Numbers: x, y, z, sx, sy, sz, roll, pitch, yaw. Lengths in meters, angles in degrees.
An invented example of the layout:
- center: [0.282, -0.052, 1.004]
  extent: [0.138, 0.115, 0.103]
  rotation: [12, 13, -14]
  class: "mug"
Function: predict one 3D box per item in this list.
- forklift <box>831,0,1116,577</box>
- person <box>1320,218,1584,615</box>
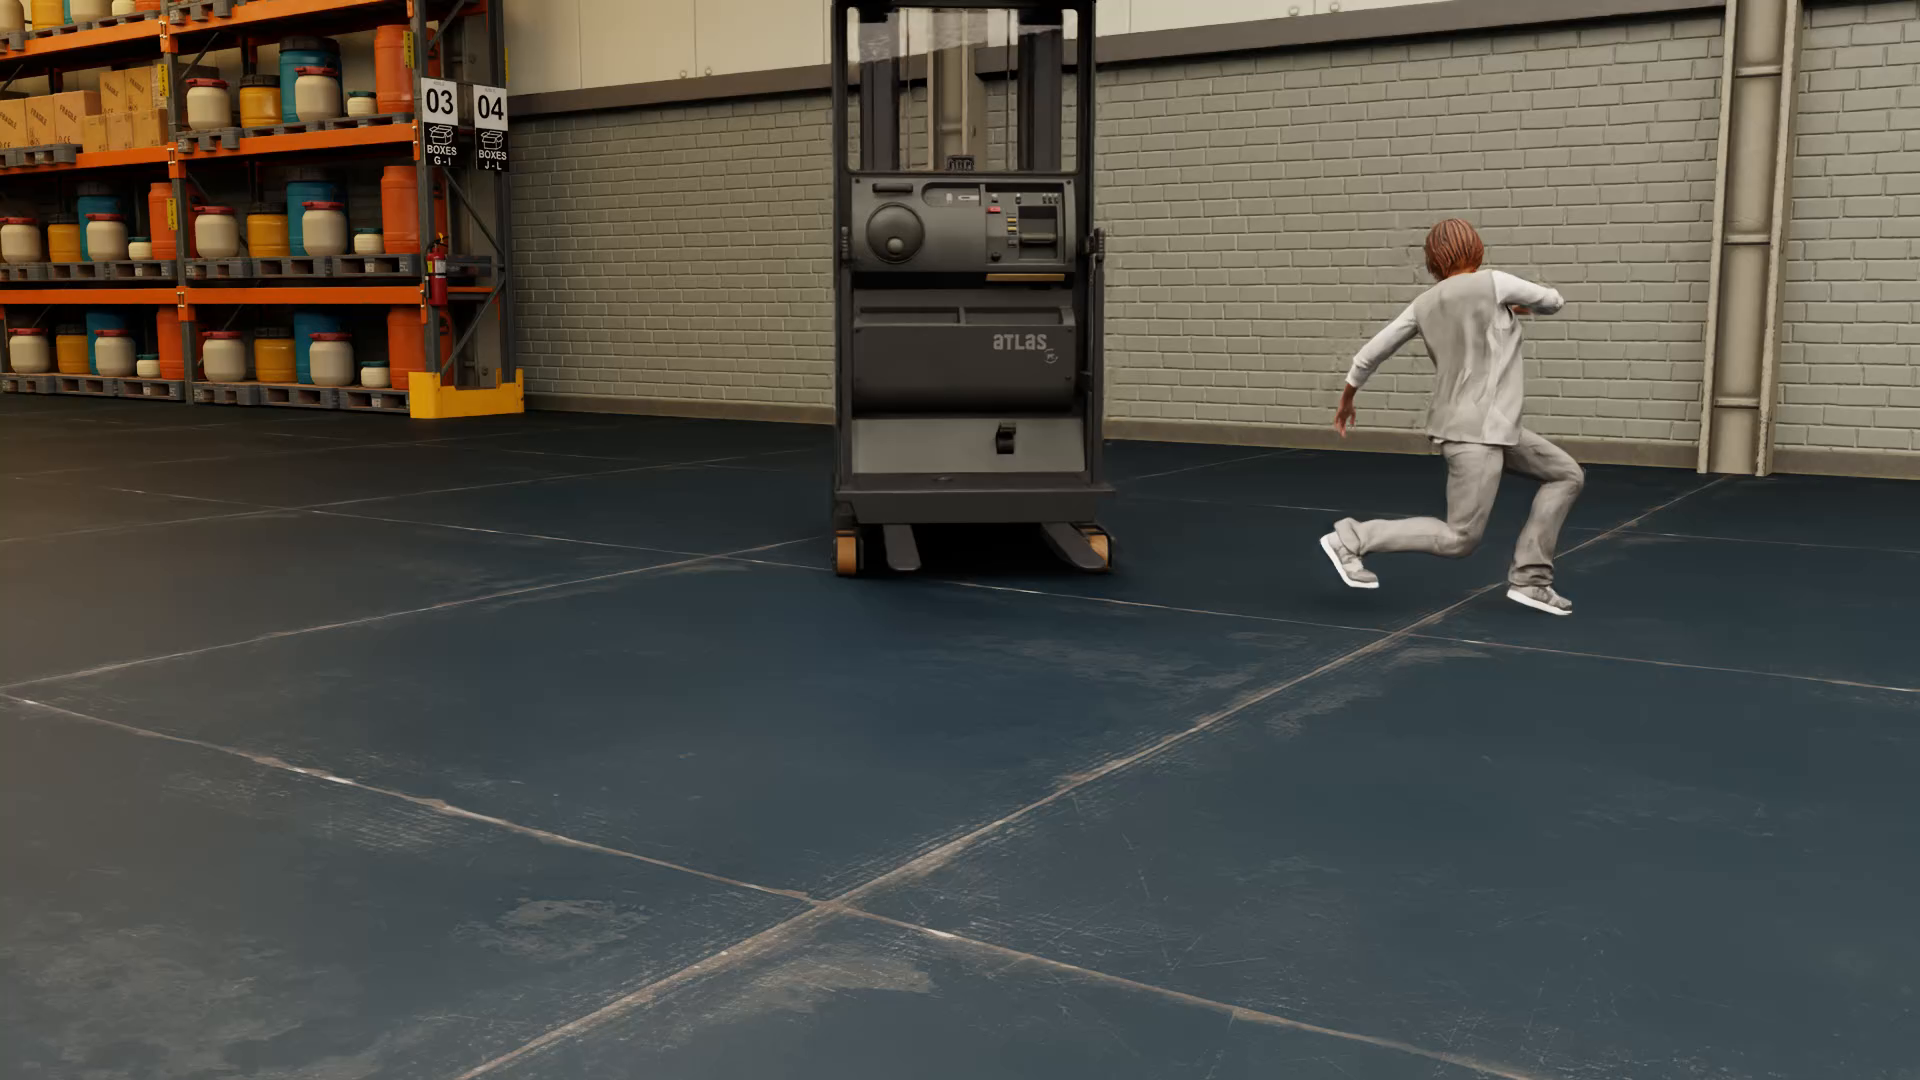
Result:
- center: [0.032, -1.351, 6.696]
  extent: [1.130, 2.935, 3.031]
  rotation: [-1, 8, -4]
  class: "forklift"
- center: [1.714, -0.430, 5.853]
  extent: [0.870, 1.363, 0.650]
  rotation: [-1, 8, -4]
  class: "person"
